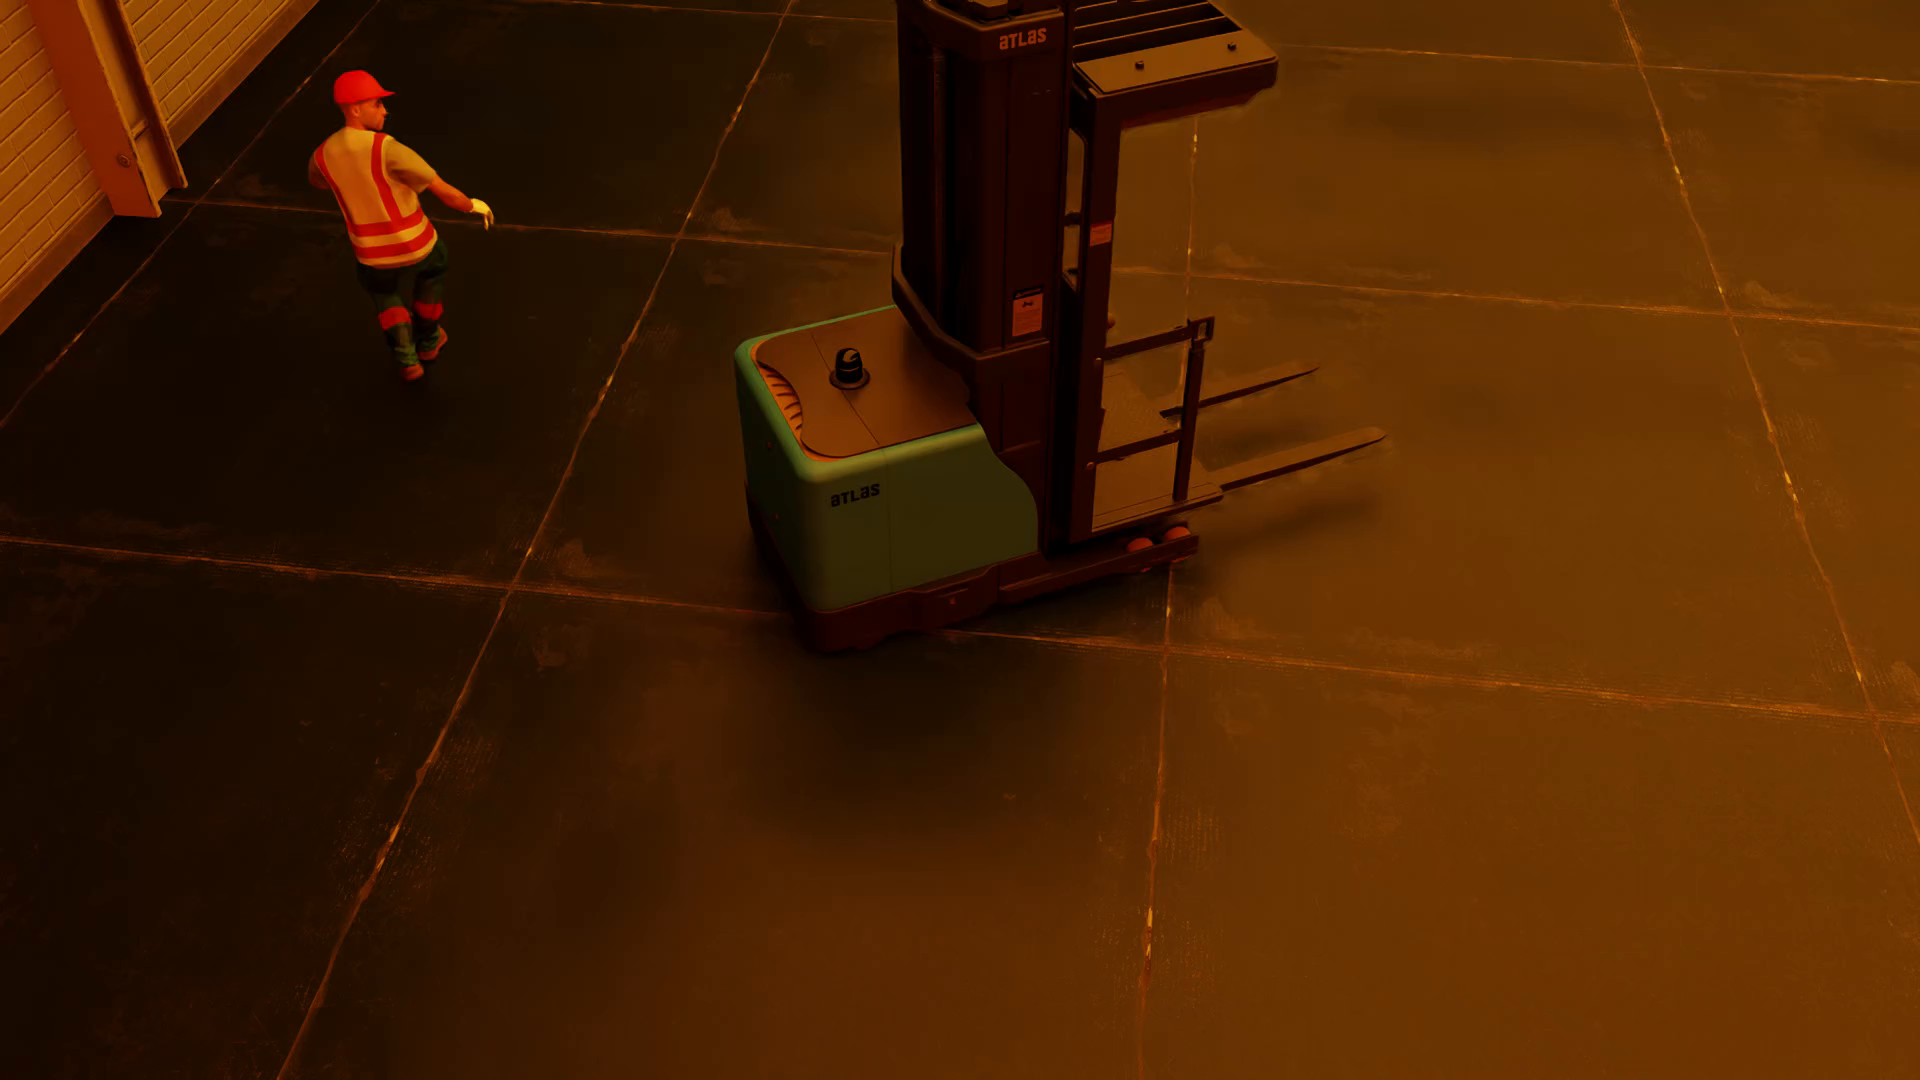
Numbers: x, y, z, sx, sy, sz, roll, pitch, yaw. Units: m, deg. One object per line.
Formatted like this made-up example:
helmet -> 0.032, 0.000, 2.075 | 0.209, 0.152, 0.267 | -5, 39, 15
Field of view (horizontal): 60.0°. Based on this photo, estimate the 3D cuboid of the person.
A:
person -> -2.798, -1.612, 8.419 | 0.876, 1.654, 0.816 | -2, 43, -2

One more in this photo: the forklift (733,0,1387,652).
forklift -> 0.562, -1.240, 7.074 | 3.031, 2.935, 1.130 | -16, 45, -17
